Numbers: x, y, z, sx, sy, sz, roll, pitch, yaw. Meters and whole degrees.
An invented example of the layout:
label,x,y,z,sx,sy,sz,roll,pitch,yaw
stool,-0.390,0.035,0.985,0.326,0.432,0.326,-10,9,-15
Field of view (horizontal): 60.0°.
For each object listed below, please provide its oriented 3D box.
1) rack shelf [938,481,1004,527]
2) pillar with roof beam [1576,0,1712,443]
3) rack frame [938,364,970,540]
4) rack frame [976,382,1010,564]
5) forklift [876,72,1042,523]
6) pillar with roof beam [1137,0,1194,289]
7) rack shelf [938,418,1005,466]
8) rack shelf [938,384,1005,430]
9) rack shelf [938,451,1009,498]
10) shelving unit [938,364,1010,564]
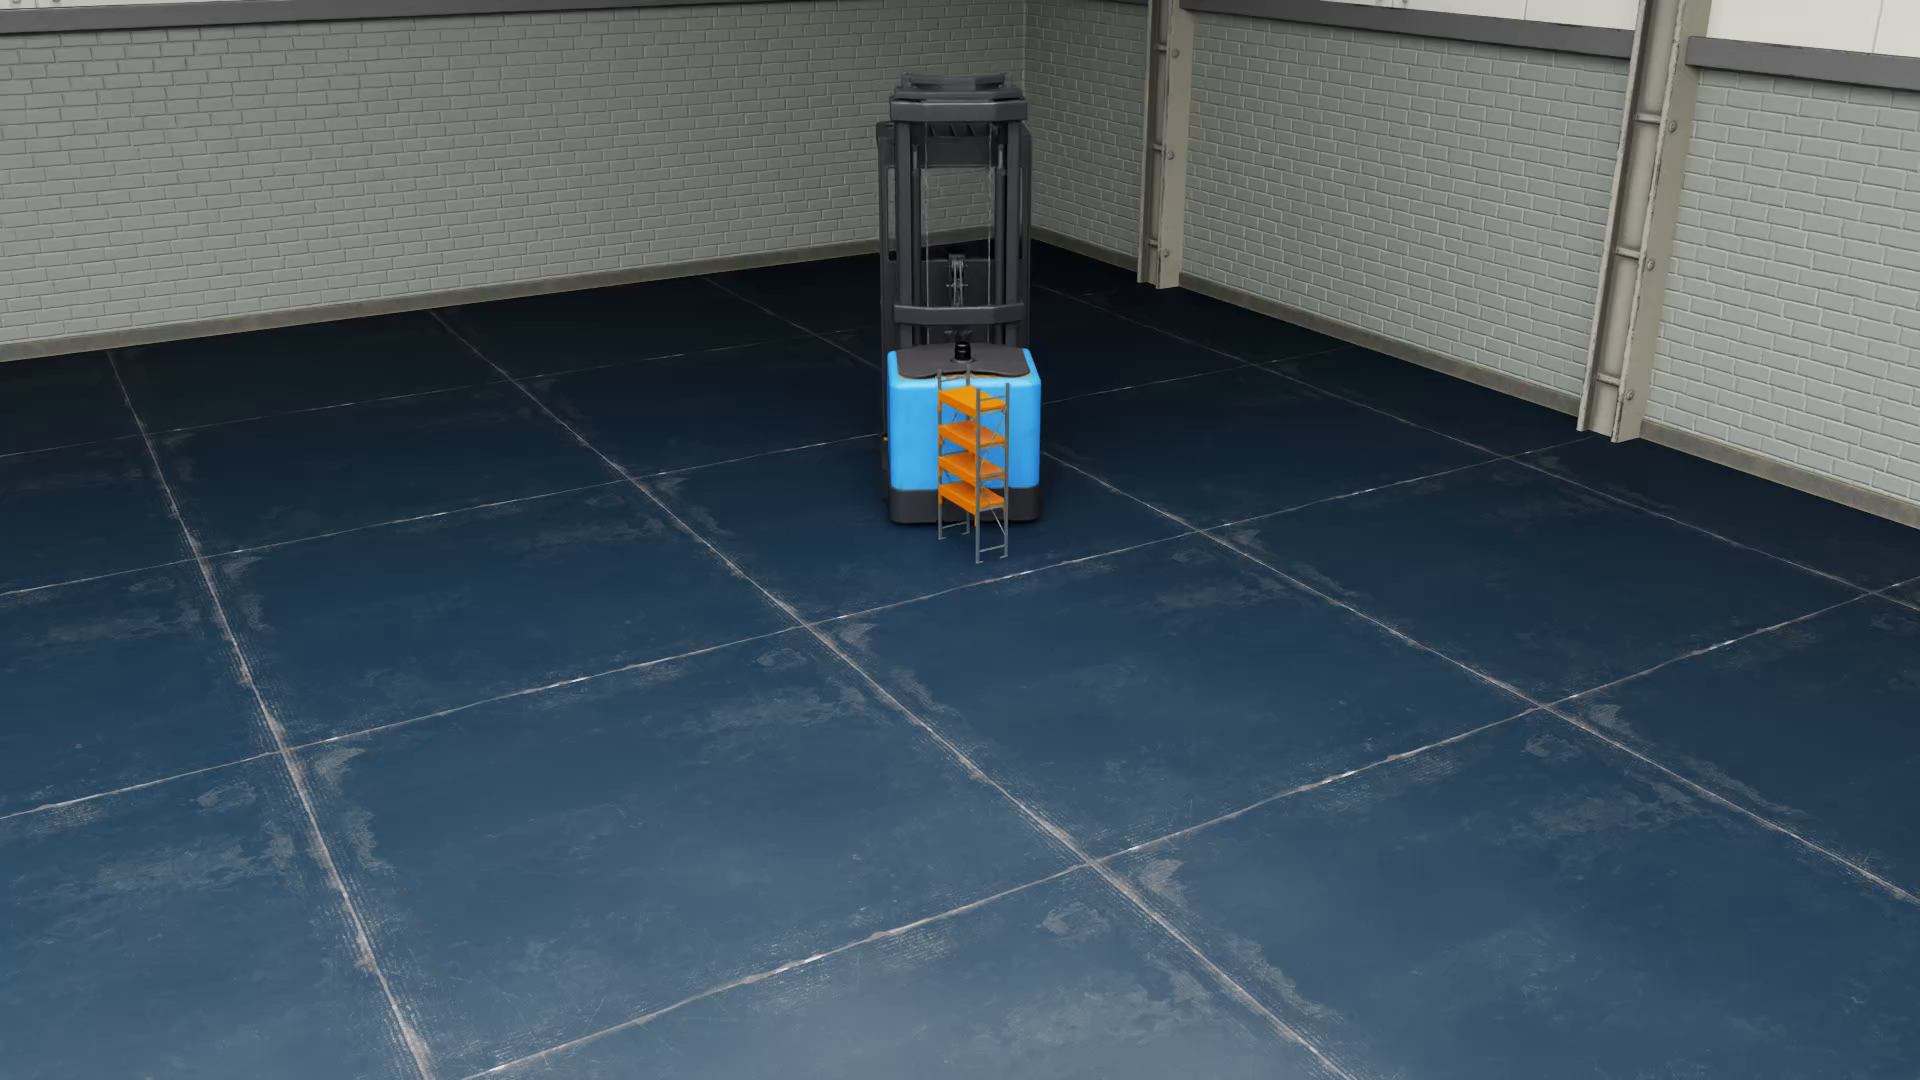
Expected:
label,x,y,z,sx,sy,sz,roll,pitch,yaw
rack shelf,0.085,-0.256,11.054,0.258,0.148,0.480,-13,25,-28
pillar with roof beam,1.541,-4.206,9.707,9.100,9.000,0.400,-13,25,-28
rack frame,-0.040,-0.581,11.148,0.240,1.200,0.015,-13,25,-28
rack frame,0.209,-0.423,10.759,0.240,1.200,0.015,-13,25,-28
forklift,-0.052,-1.984,12.301,1.130,2.935,3.031,-1,22,-3
pillar with roof beam,-1.524,-6.148,14.486,9.100,9.000,0.400,-13,25,-28
rack shelf,0.085,-0.647,10.895,0.258,0.148,0.480,-13,25,-28
rack shelf,0.085,-0.866,10.806,0.258,0.148,0.480,-13,25,-28
rack shelf,0.085,-0.440,10.979,0.258,0.148,0.480,-13,25,-28
shelving unit,0.085,-0.502,10.954,0.258,1.200,0.503,-13,25,-28
